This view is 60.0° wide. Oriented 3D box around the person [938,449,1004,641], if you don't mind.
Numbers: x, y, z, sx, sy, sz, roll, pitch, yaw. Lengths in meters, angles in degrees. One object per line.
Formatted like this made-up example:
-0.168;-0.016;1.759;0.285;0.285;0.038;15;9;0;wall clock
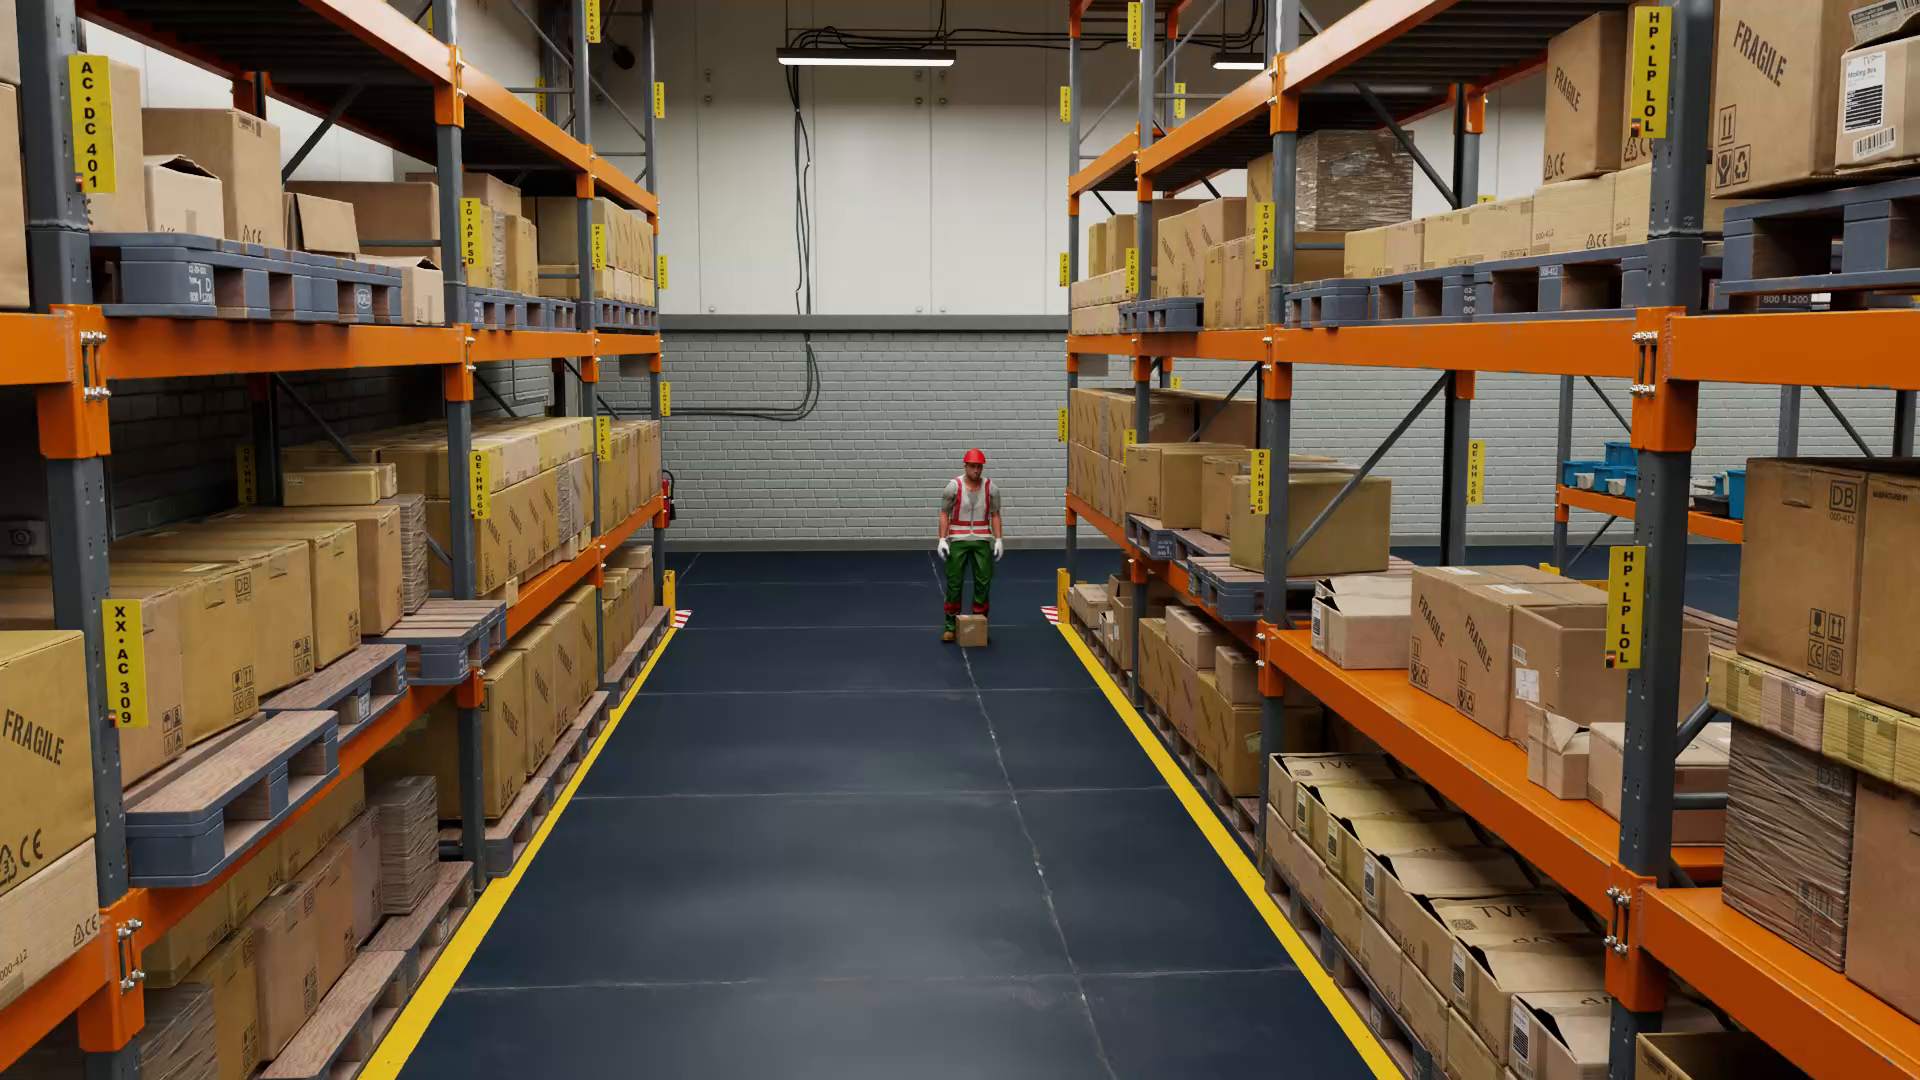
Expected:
0.101;0.042;15.318;0.619;1.779;0.450;-1;7;-7;person
